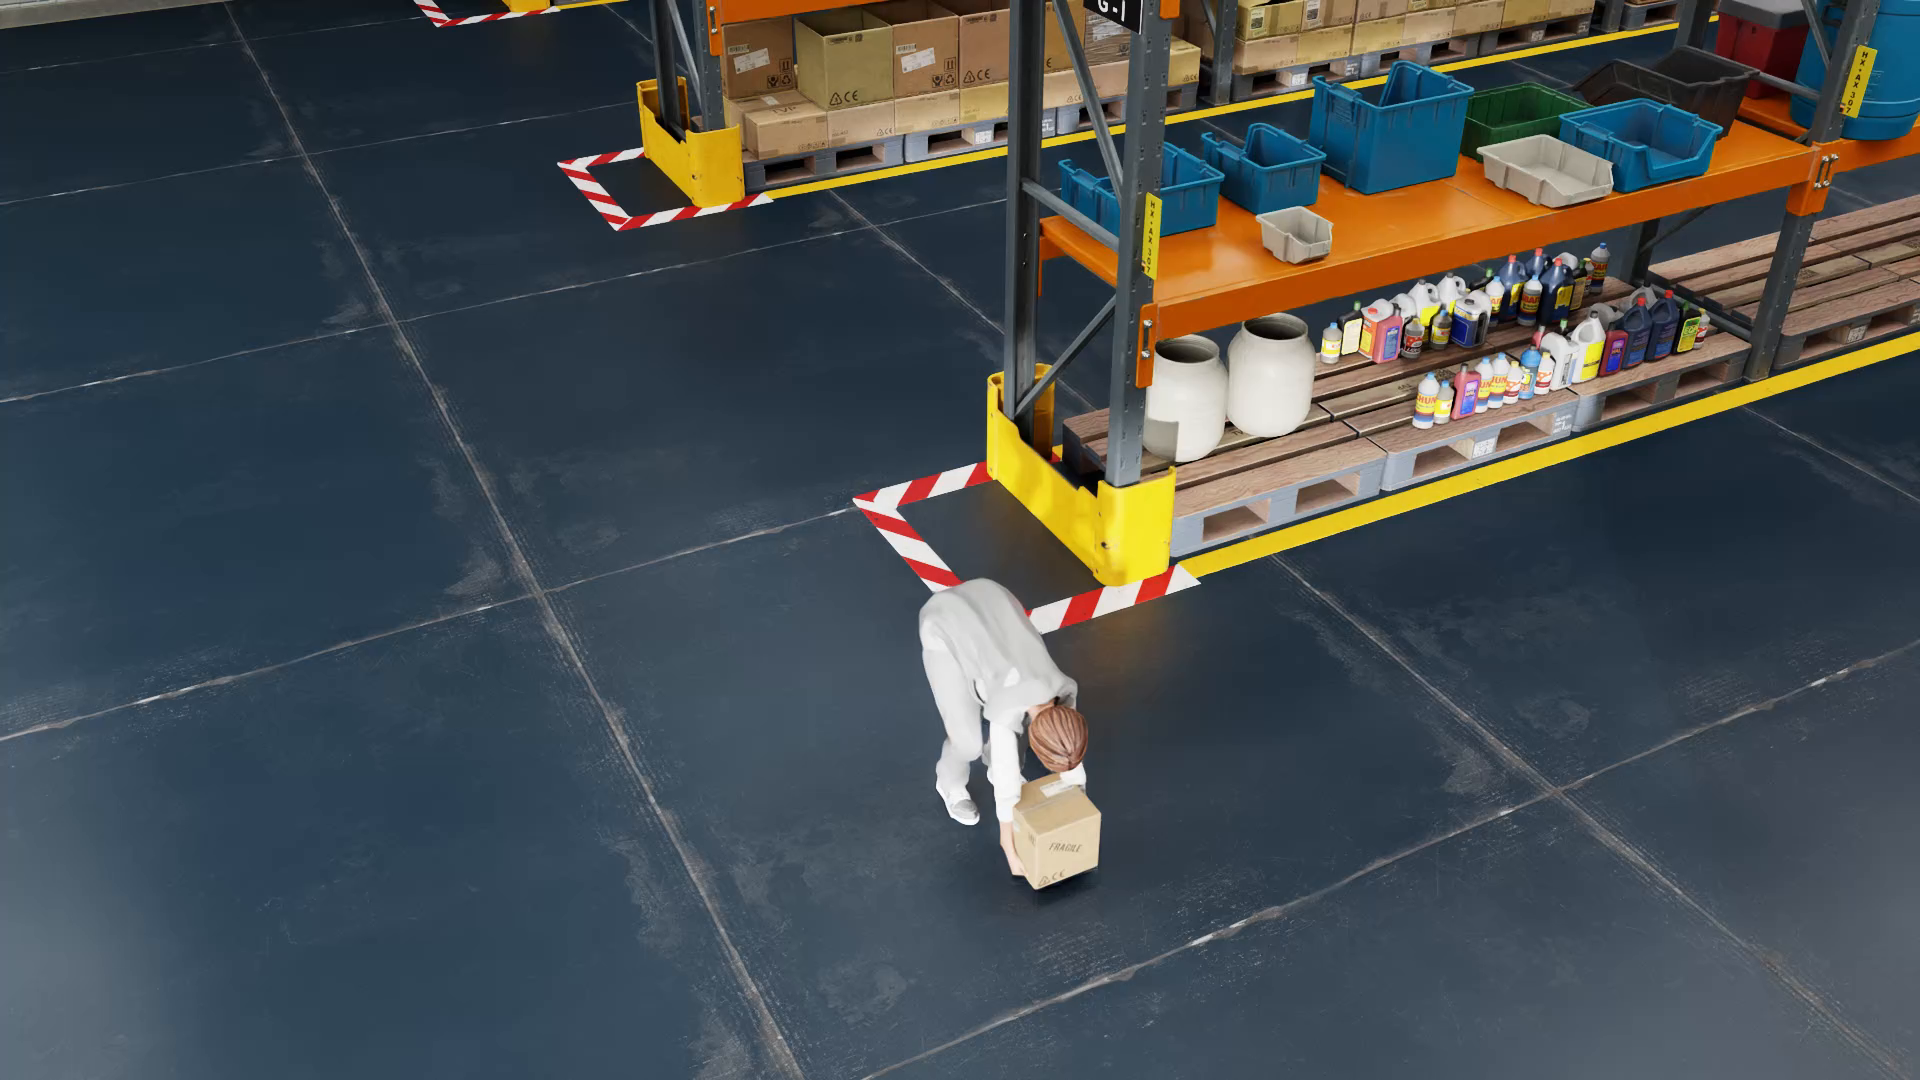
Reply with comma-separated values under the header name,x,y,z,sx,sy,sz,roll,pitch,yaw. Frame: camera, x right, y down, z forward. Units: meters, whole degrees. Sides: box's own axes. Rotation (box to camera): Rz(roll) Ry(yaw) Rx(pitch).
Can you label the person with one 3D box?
name,x,y,z,sx,sy,sz,roll,pitch,yaw
person,0.165,0.649,5.802,0.414,0.898,0.856,-18,38,-25
